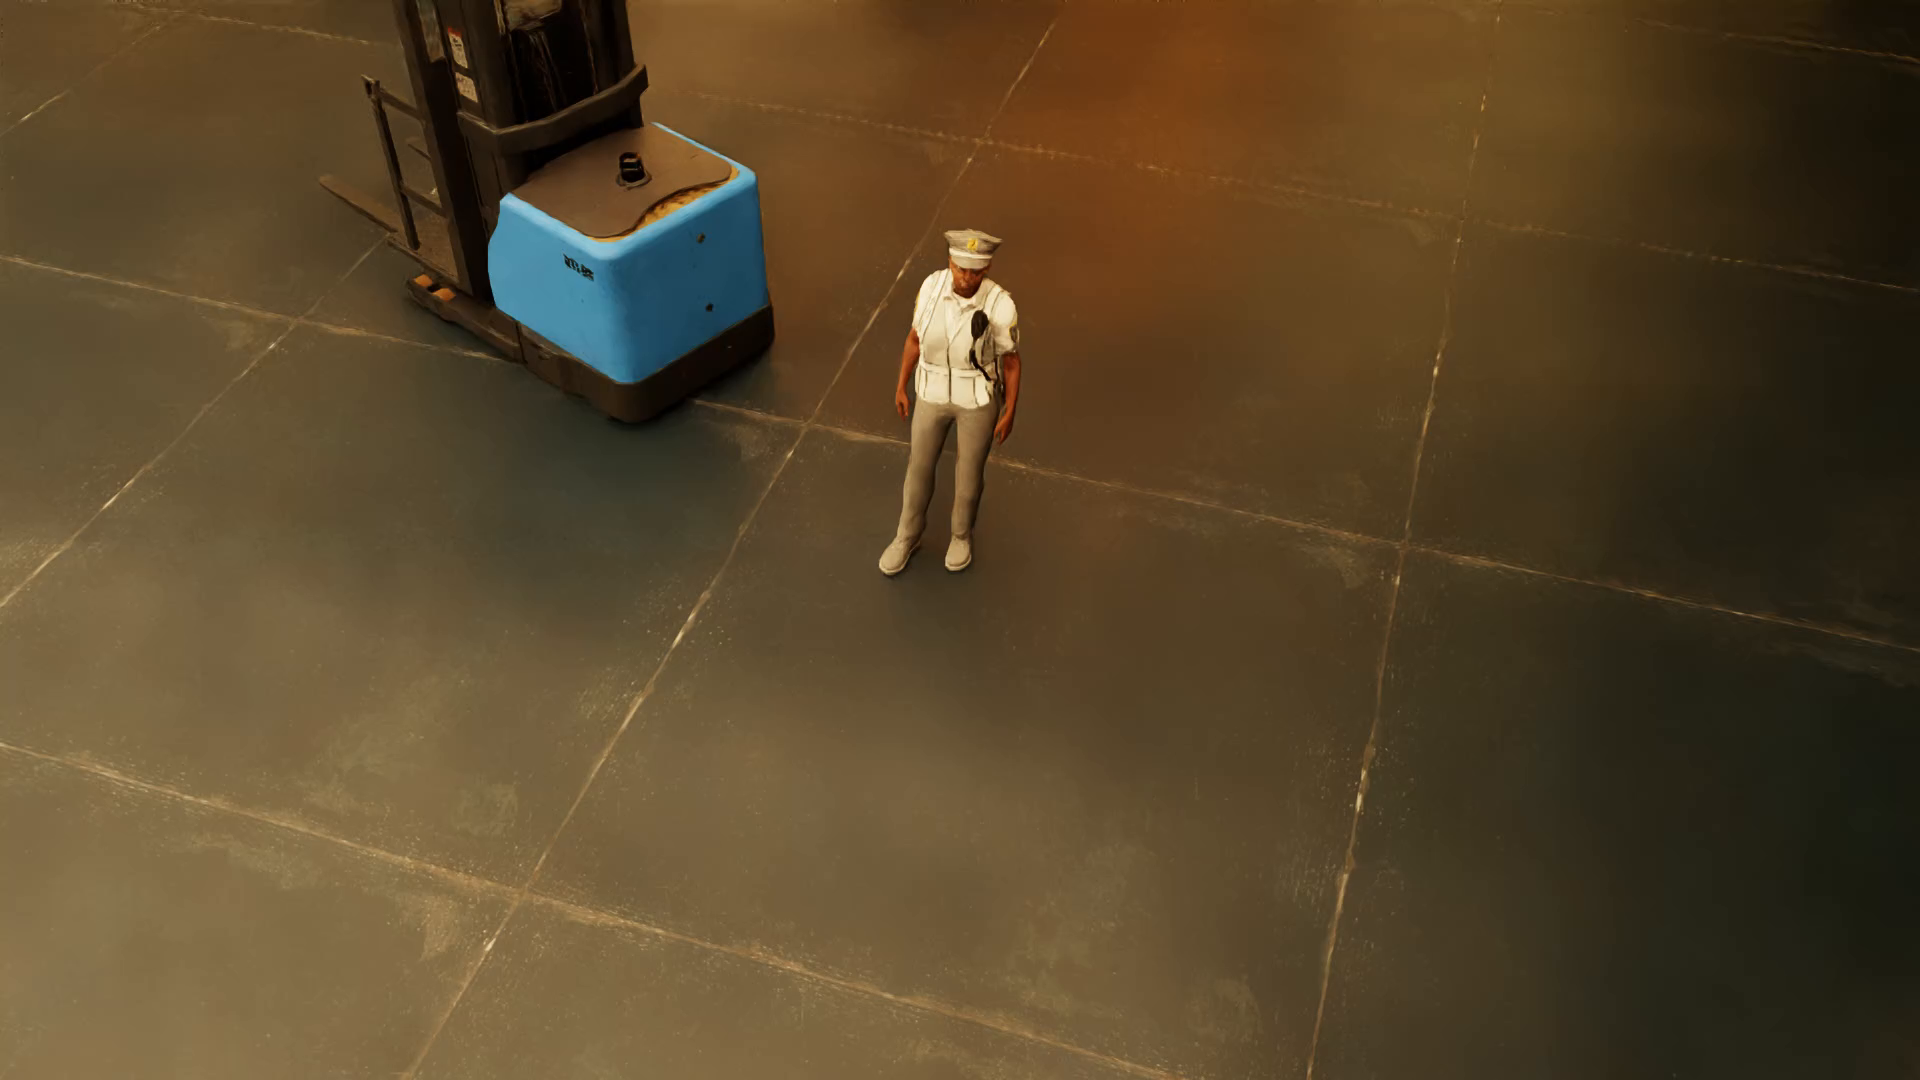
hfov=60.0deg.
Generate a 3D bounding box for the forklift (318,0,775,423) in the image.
[{"bbox_3d":[-2.430,-2.530,8.408,3.031,2.935,1.130,31,51,29],"label":"forklift"}]

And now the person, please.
[{"bbox_3d":[-0.041,-0.582,7.210,0.570,1.695,0.529,12,44,13],"label":"person"}]
